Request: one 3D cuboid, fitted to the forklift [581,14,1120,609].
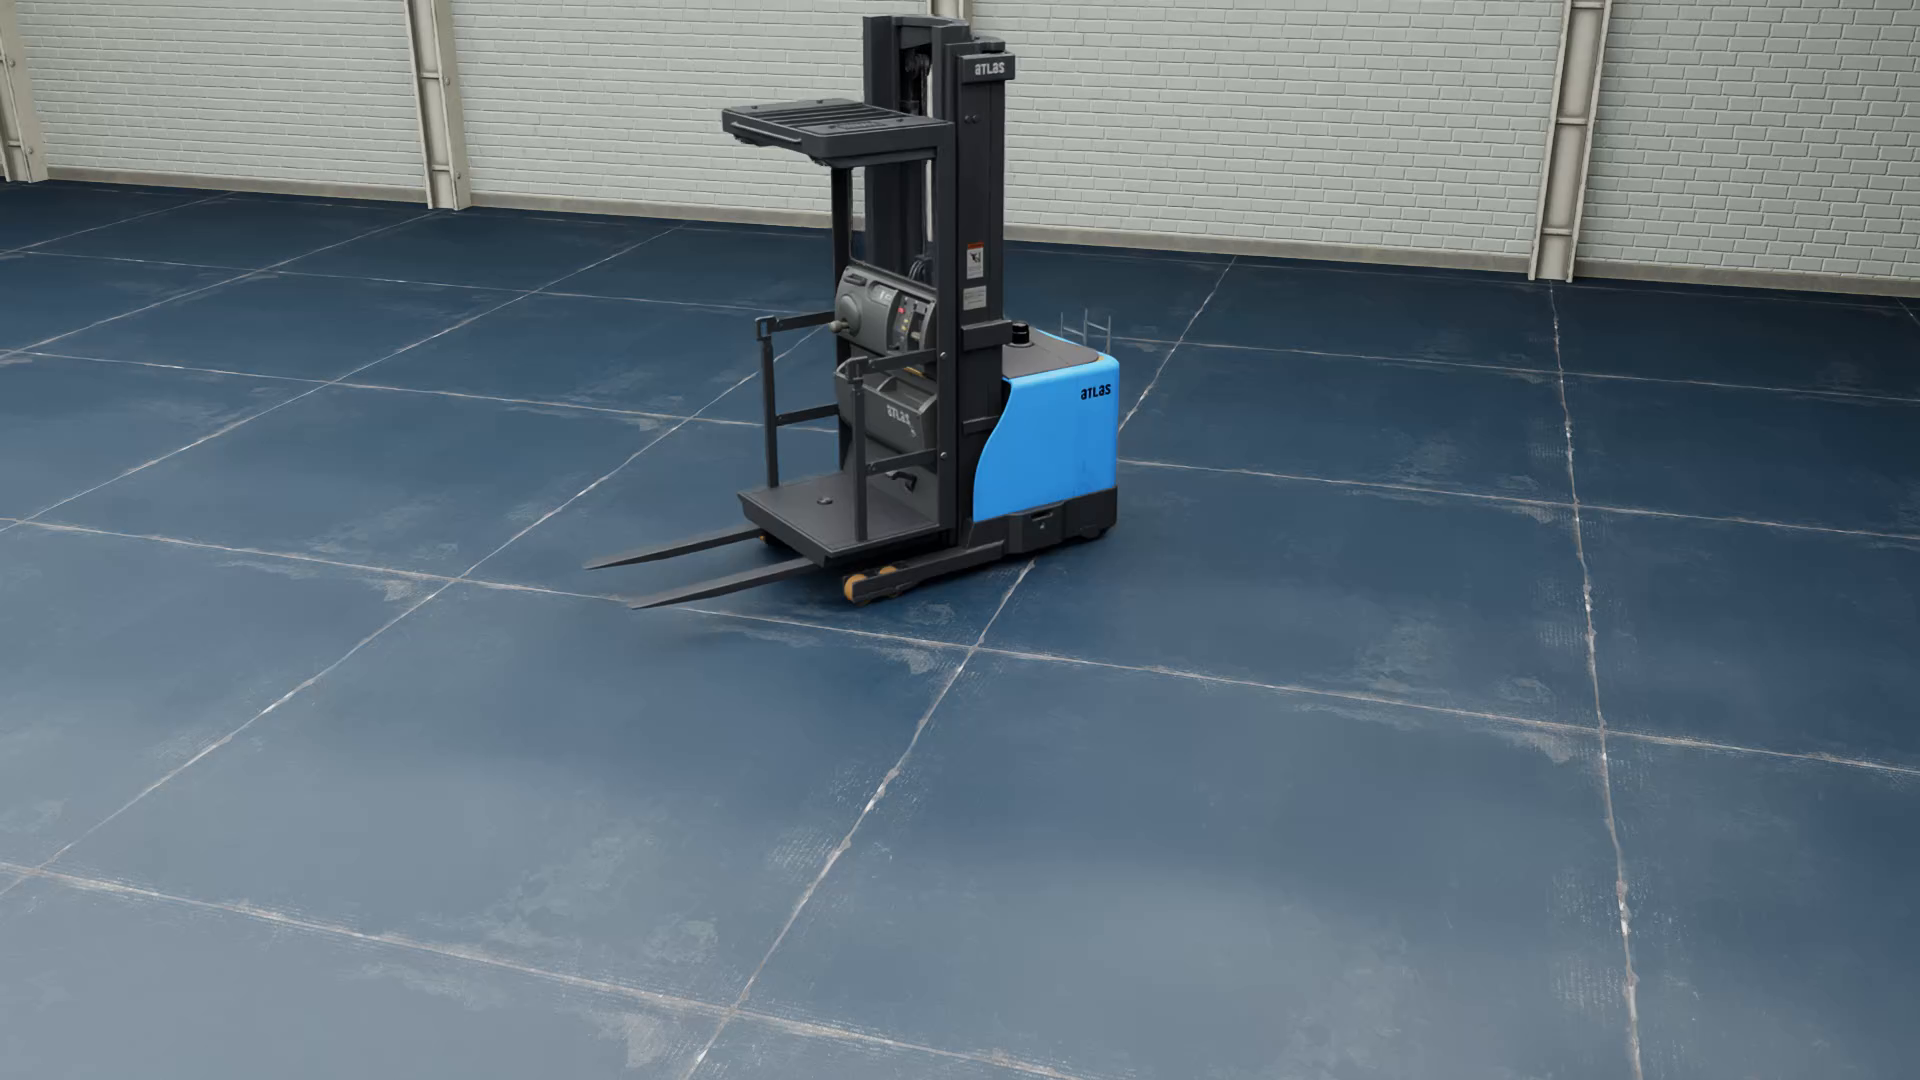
[{"bbox_3d":[-0.580,-1.232,8.912,3.031,2.935,1.130,-14,26,-31],"label":"forklift"}]

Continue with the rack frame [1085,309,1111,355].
[{"bbox_3d":[0.824,-0.799,10.138,0.006,1.200,0.240,-14,26,-31],"label":"rack frame"}]

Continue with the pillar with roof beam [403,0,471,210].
[{"bbox_3d":[-7.095,-6.425,13.576,0.400,9.000,9.100,7,23,16],"label":"pillar with roof beam"}]

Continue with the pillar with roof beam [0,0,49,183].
[{"bbox_3d":[-12.839,-7.083,15.179,0.400,9.000,9.100,7,23,16],"label":"pillar with roof beam"}]

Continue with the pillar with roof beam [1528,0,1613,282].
[{"bbox_3d":[4.394,-5.109,10.369,0.400,9.000,9.100,7,23,16],"label":"pillar with roof beam"}]

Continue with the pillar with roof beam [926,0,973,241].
[{"bbox_3d":[-1.350,-5.767,11.972,0.400,9.000,9.100,7,23,16],"label":"pillar with roof beam"}]

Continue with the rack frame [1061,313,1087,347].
[{"bbox_3d":[0.672,-0.760,10.043,0.006,1.200,0.240,-14,26,-31],"label":"rack frame"}]

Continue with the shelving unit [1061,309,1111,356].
[{"bbox_3d":[0.748,-0.780,10.090,0.189,1.200,0.258,-14,26,-31],"label":"shelving unit"}]
